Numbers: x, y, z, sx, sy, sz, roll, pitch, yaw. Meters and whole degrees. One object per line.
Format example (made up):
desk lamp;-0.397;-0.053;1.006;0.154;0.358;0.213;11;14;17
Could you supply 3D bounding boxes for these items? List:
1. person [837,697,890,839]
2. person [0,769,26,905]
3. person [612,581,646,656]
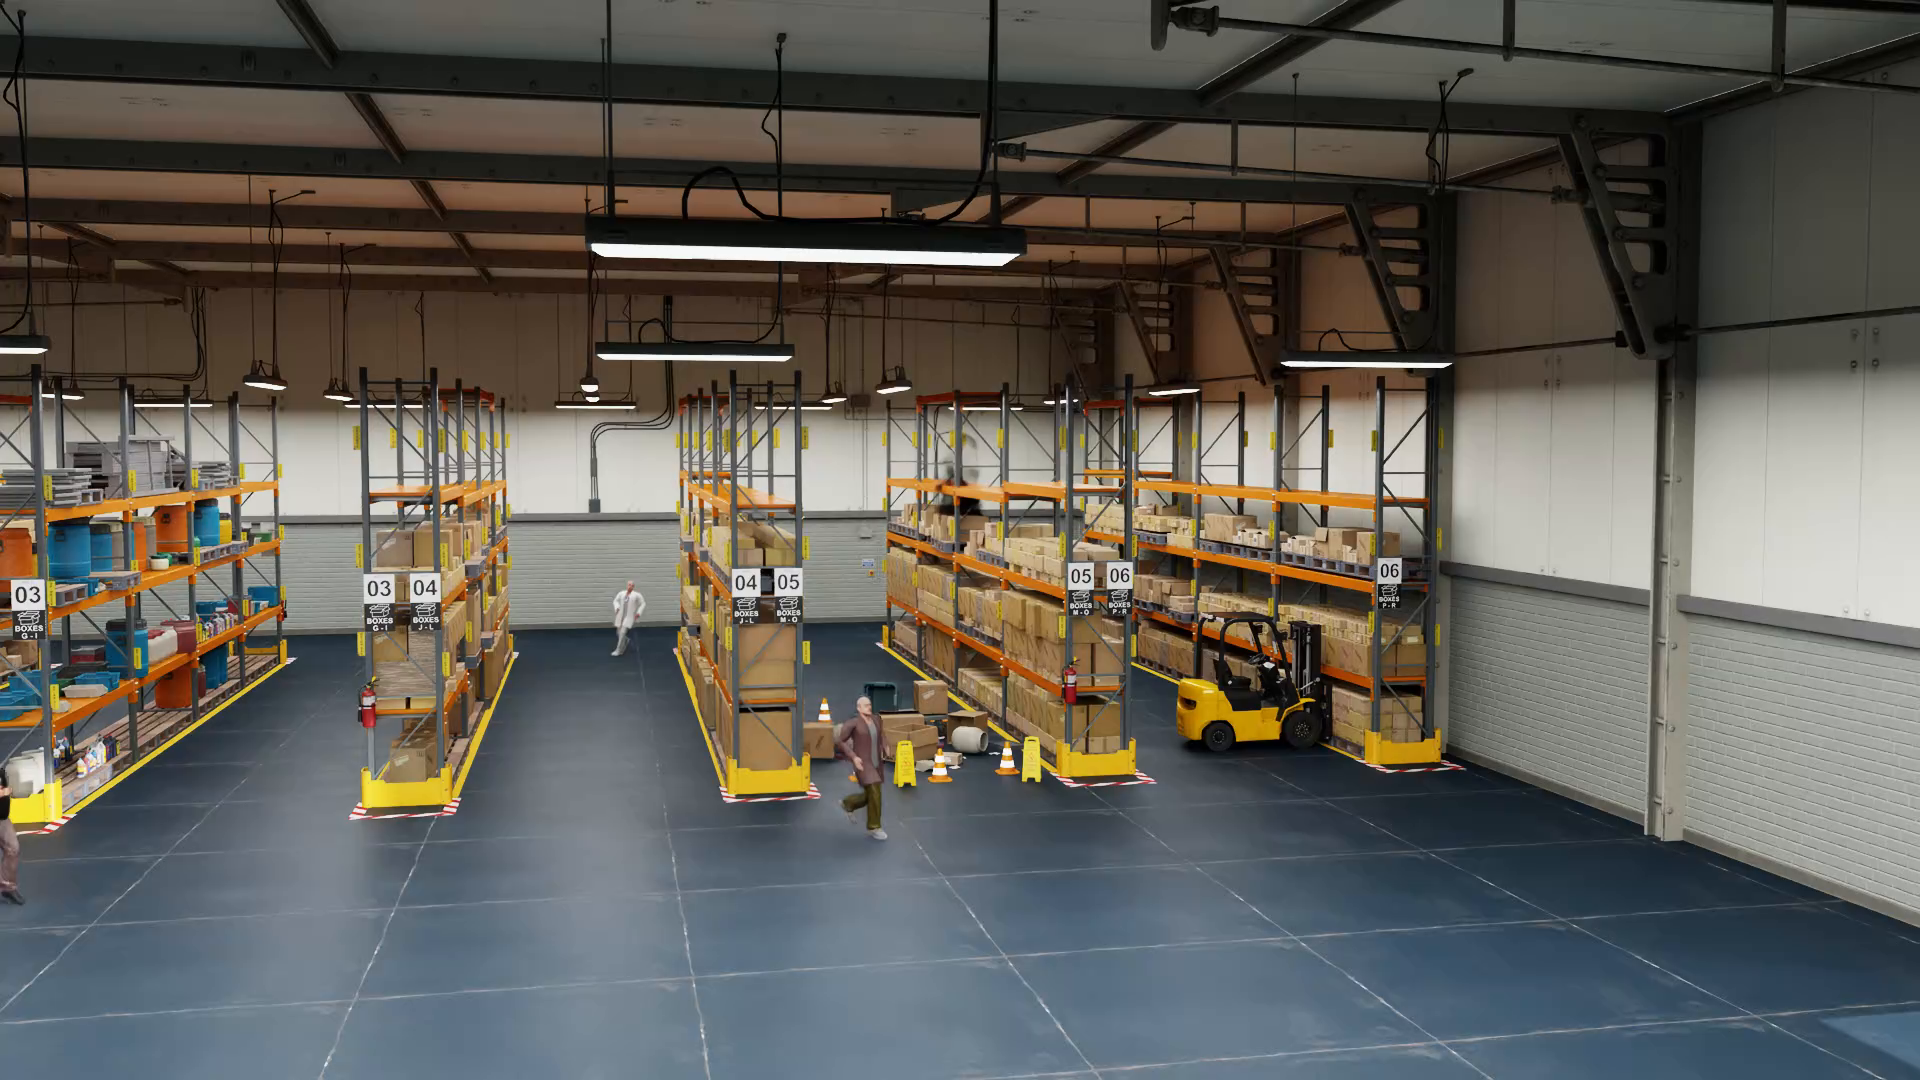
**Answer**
person;-1.219;2.873;21.159;0.844;1.773;0.704;3;4;41
person;-10.481;3.068;17.925;0.742;1.775;0.643;1;3;12
person;-7.756;1.820;38.903;0.768;1.734;0.868;1;3;10
